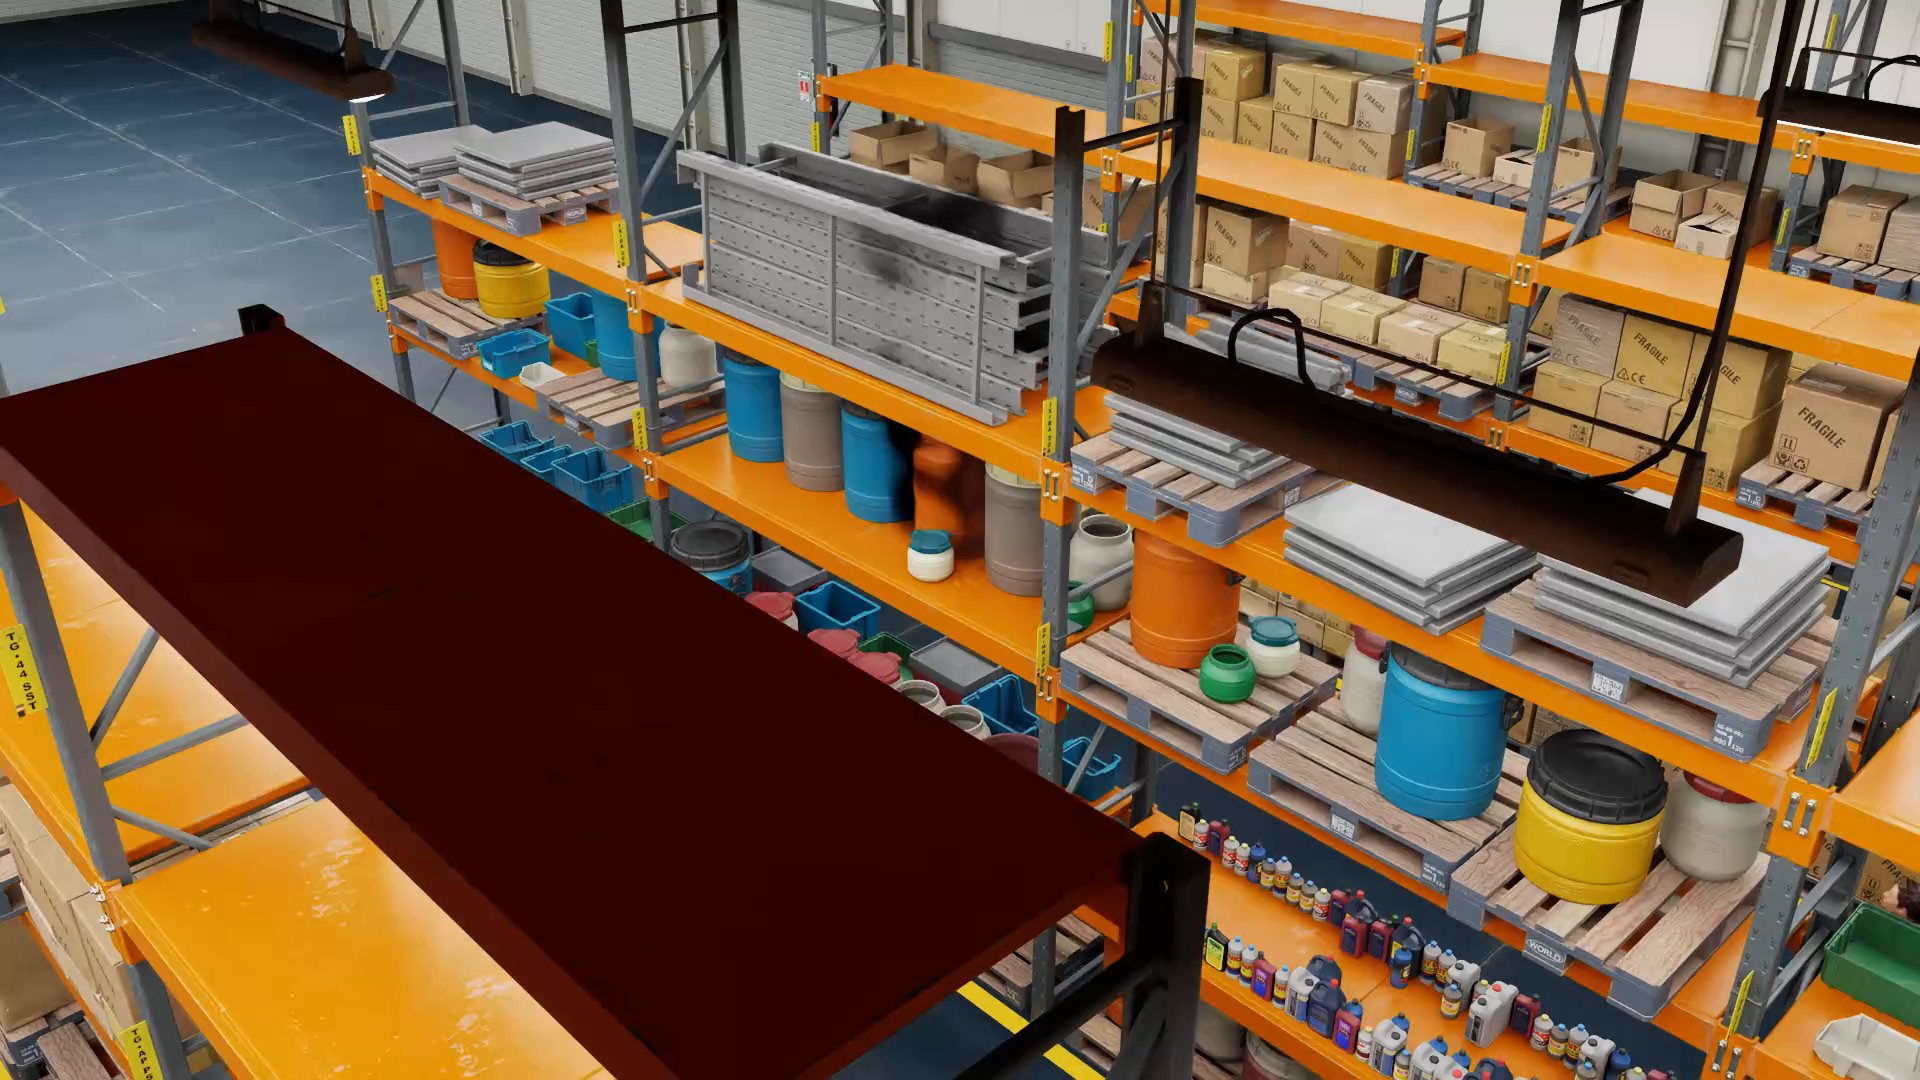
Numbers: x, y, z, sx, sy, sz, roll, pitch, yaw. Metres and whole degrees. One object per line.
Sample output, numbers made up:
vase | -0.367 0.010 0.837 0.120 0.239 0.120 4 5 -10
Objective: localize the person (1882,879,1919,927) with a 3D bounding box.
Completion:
person | 5.484 2.715 9.979 0.929 1.682 0.564 19 34 31
